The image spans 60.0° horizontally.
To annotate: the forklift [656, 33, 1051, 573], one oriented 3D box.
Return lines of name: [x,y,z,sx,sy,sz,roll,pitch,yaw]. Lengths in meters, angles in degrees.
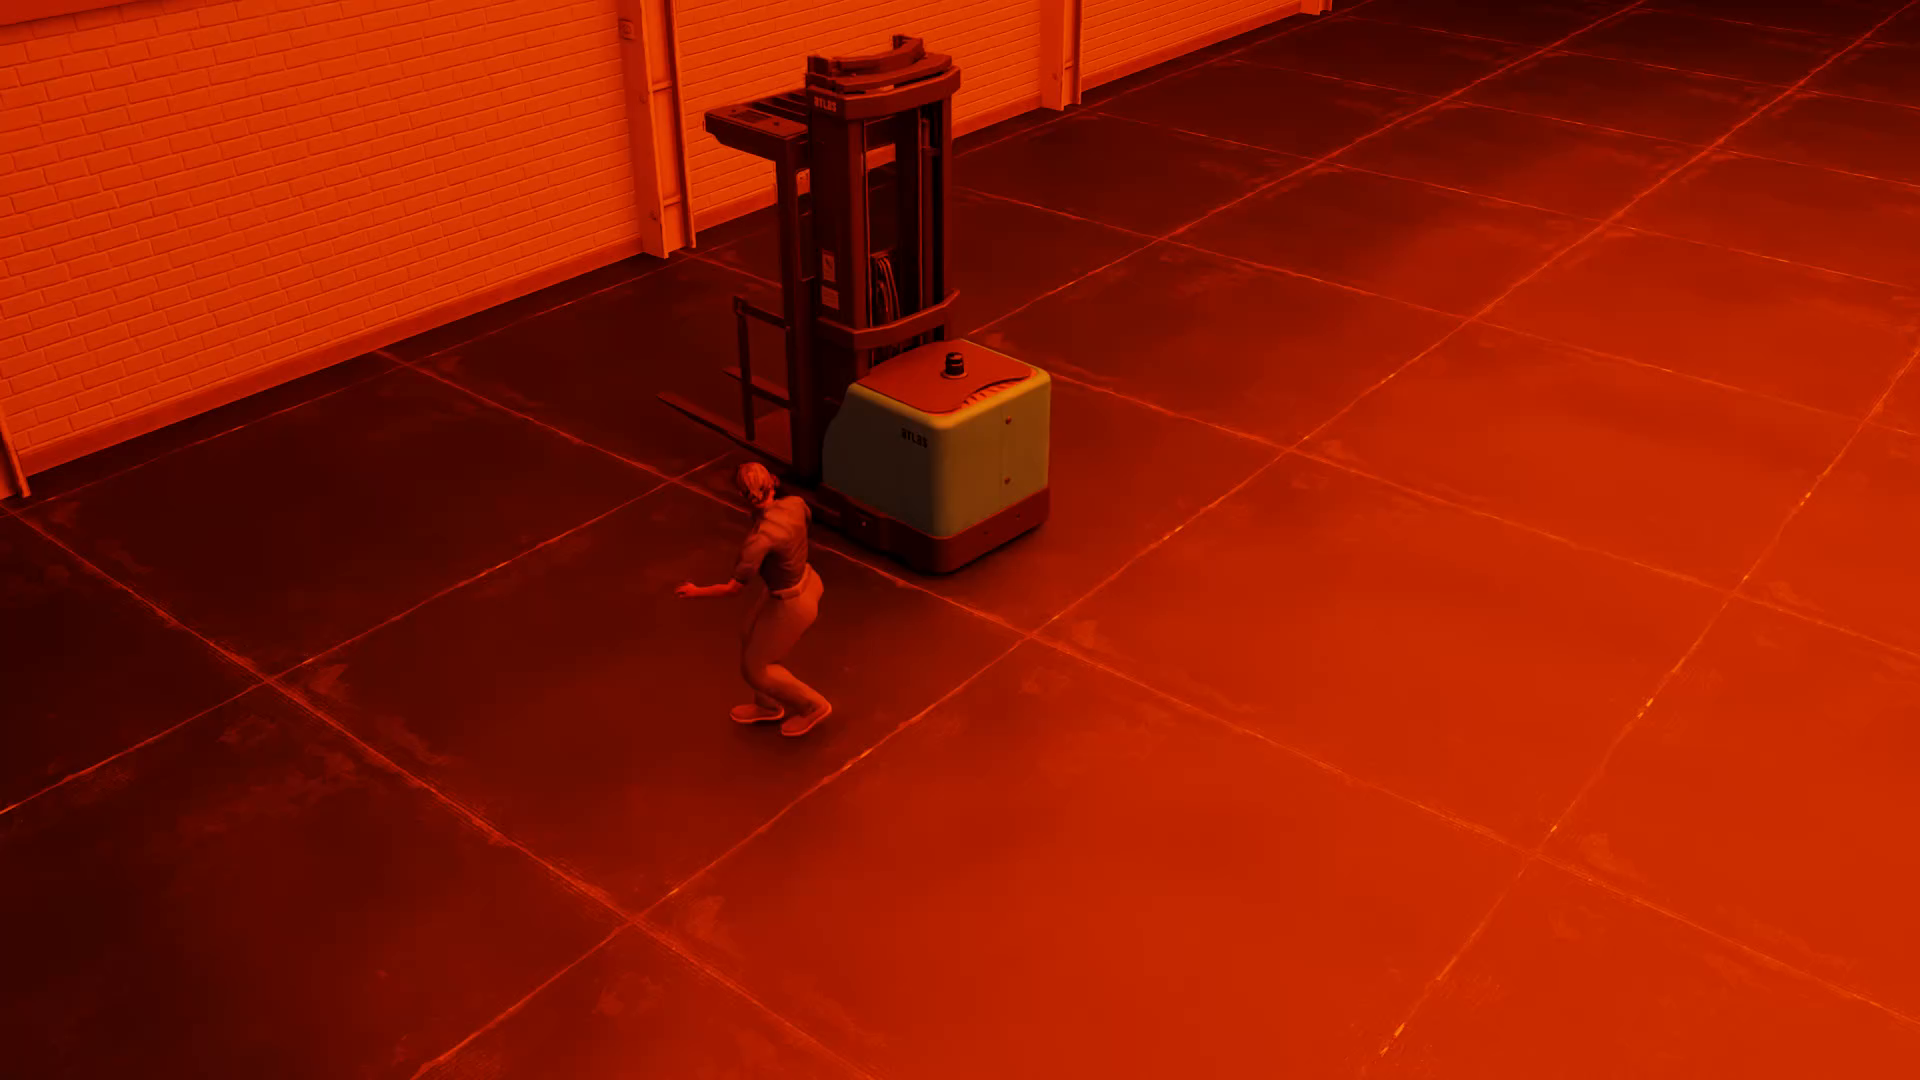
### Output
forklift: [-0.841,-1.701,10.505,3.031,2.935,1.130,26,39,37]

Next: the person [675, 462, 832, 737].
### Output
person: [-1.031,0.274,8.499,0.748,1.548,0.760,4,31,7]
